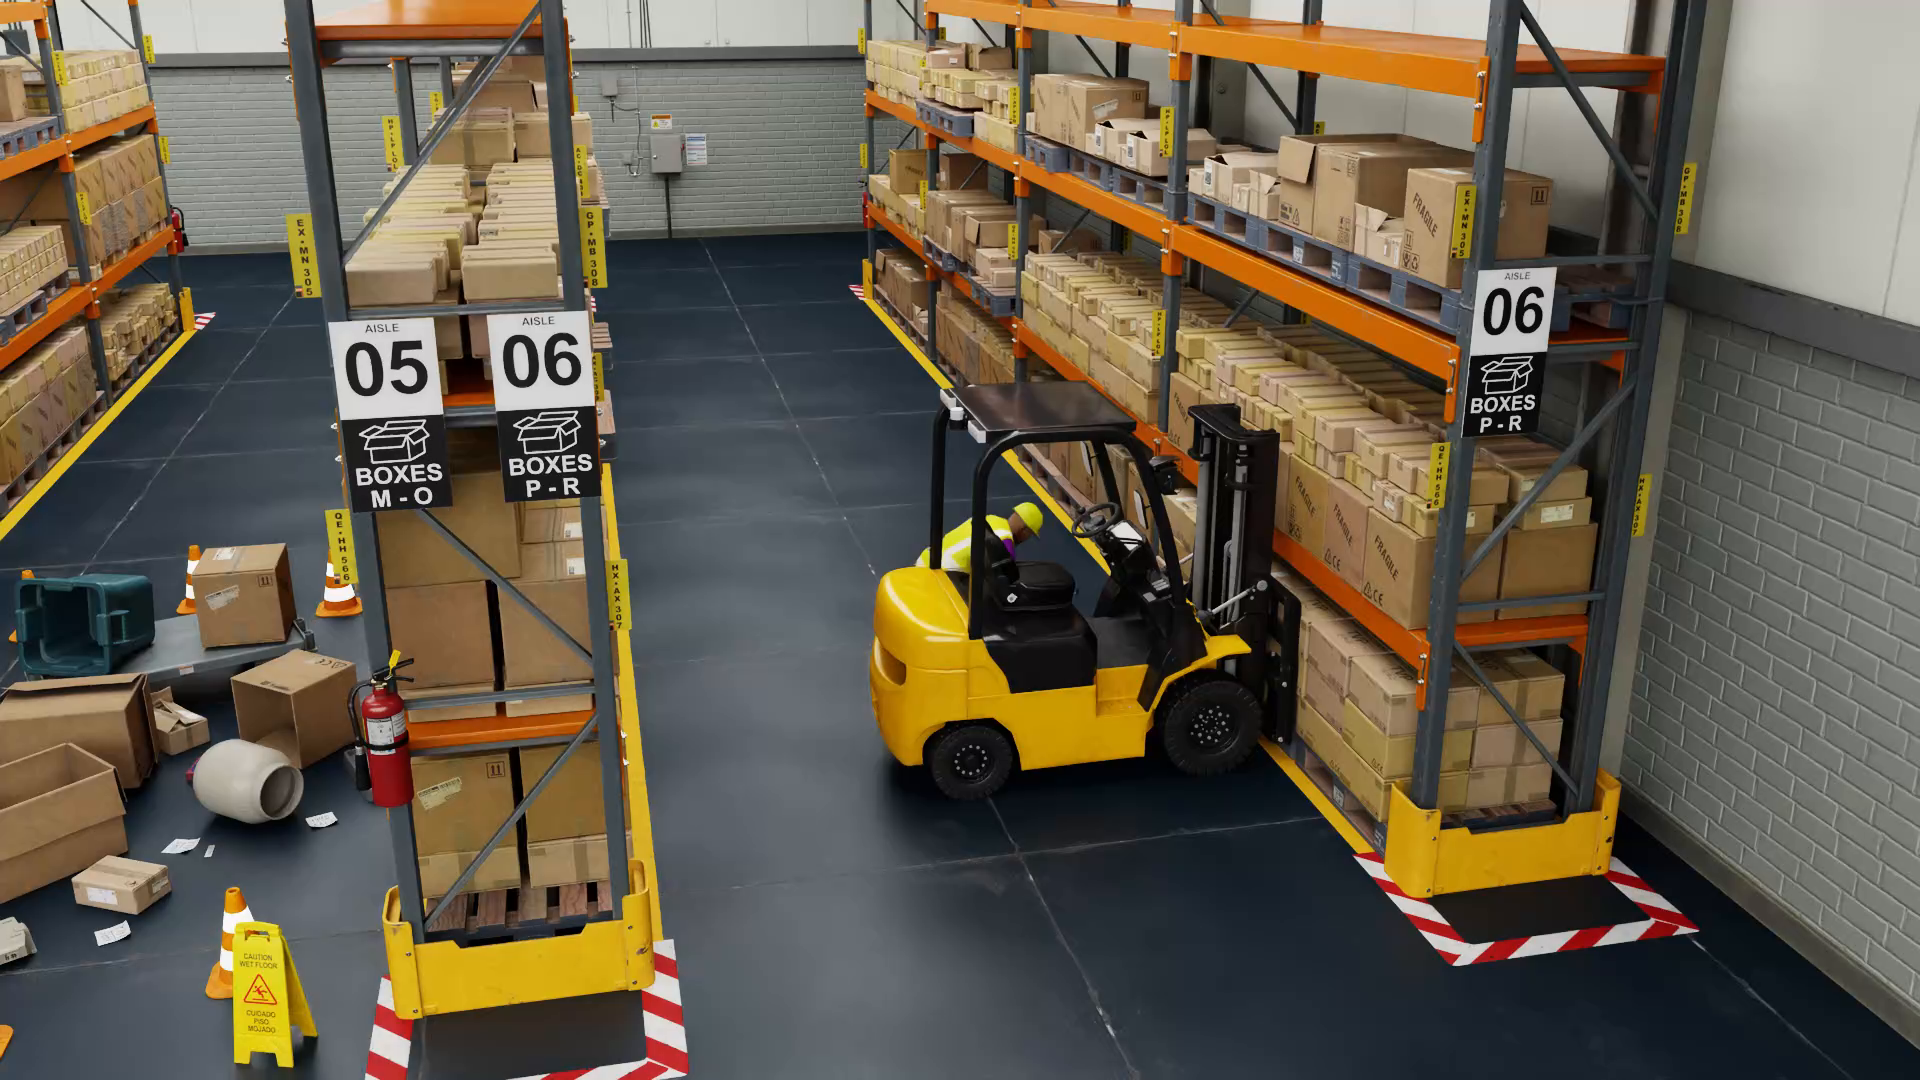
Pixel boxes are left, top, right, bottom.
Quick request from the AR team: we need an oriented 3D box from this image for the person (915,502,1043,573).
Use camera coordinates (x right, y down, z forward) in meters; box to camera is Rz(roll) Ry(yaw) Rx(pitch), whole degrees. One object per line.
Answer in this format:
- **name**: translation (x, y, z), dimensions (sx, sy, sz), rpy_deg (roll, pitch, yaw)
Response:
- **person**: translation (0.136, 0.262, 11.424), dimensions (0.905, 1.018, 0.537), rpy_deg (-5, 20, -14)
